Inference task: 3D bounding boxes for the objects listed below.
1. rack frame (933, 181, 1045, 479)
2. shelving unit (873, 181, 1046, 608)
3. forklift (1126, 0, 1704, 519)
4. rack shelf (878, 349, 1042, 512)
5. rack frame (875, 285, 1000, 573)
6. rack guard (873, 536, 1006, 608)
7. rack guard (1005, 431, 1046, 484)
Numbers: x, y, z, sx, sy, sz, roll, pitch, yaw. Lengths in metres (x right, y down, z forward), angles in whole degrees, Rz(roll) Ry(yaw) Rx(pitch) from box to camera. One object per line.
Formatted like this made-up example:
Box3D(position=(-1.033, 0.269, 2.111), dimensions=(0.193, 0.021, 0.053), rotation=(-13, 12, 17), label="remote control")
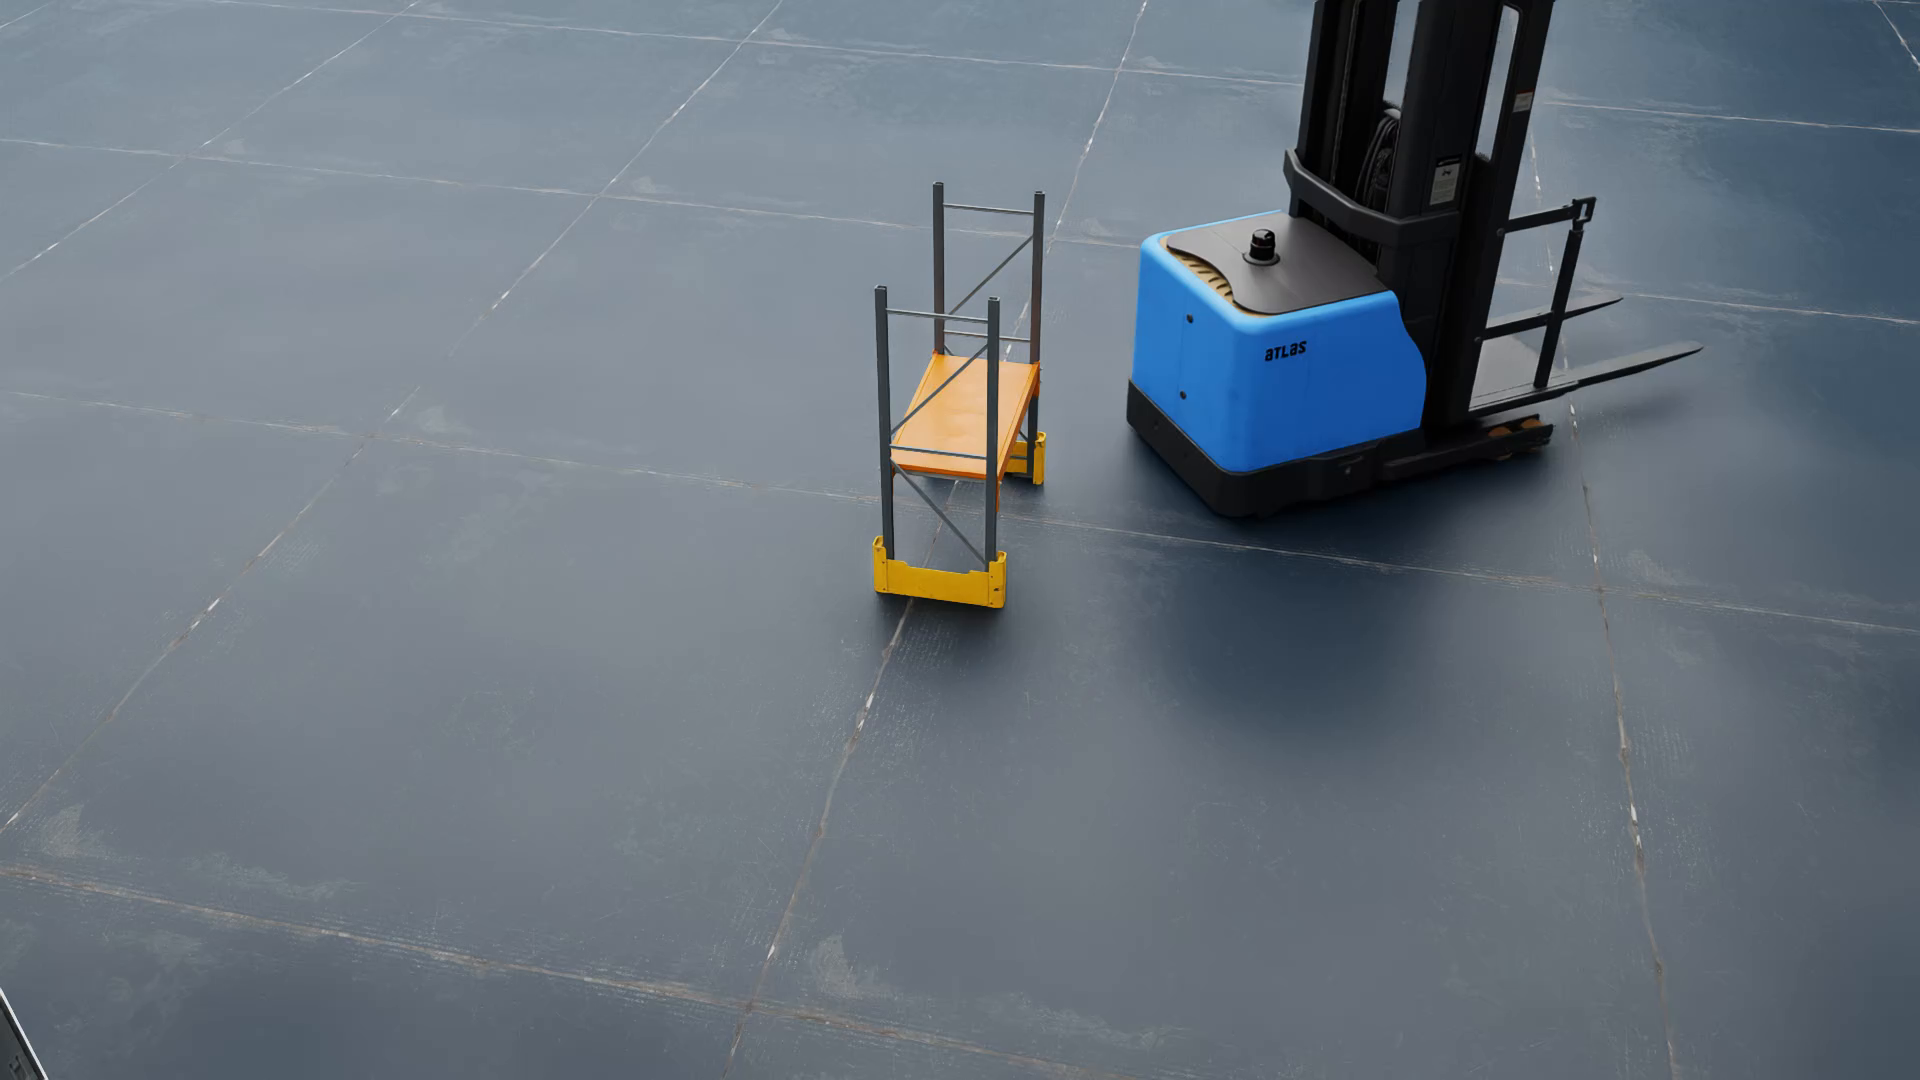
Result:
Box3D(position=(0.127, -0.948, 7.779), dimensions=(0.500, 1.500, 0.032), rotation=(7, 37, 10), label="rack frame")
Box3D(position=(0.016, -0.651, 7.370), dimensions=(0.587, 1.500, 1.083), rotation=(7, 37, 10), label="shelving unit")
Box3D(position=(2.411, -1.852, 7.807), dimensions=(3.031, 2.935, 1.130), rotation=(-14, 38, -19), label="forklift")
Box3D(position=(0.018, -0.511, 7.483), dimensions=(0.538, 0.185, 1.000), rotation=(7, 37, 10), label="rack shelf")
Box3D(position=(-0.090, -0.365, 6.975), dimensions=(0.500, 1.500, 0.032), rotation=(7, 37, 10), label="rack frame")
Box3D(position=(-0.090, 0.141, 7.343), dimensions=(0.587, 0.250, 0.087), rotation=(7, 37, 10), label="rack guard")
Box3D(position=(0.123, -0.430, 8.131), dimensions=(0.587, 0.250, 0.087), rotation=(7, 37, 10), label="rack guard")
